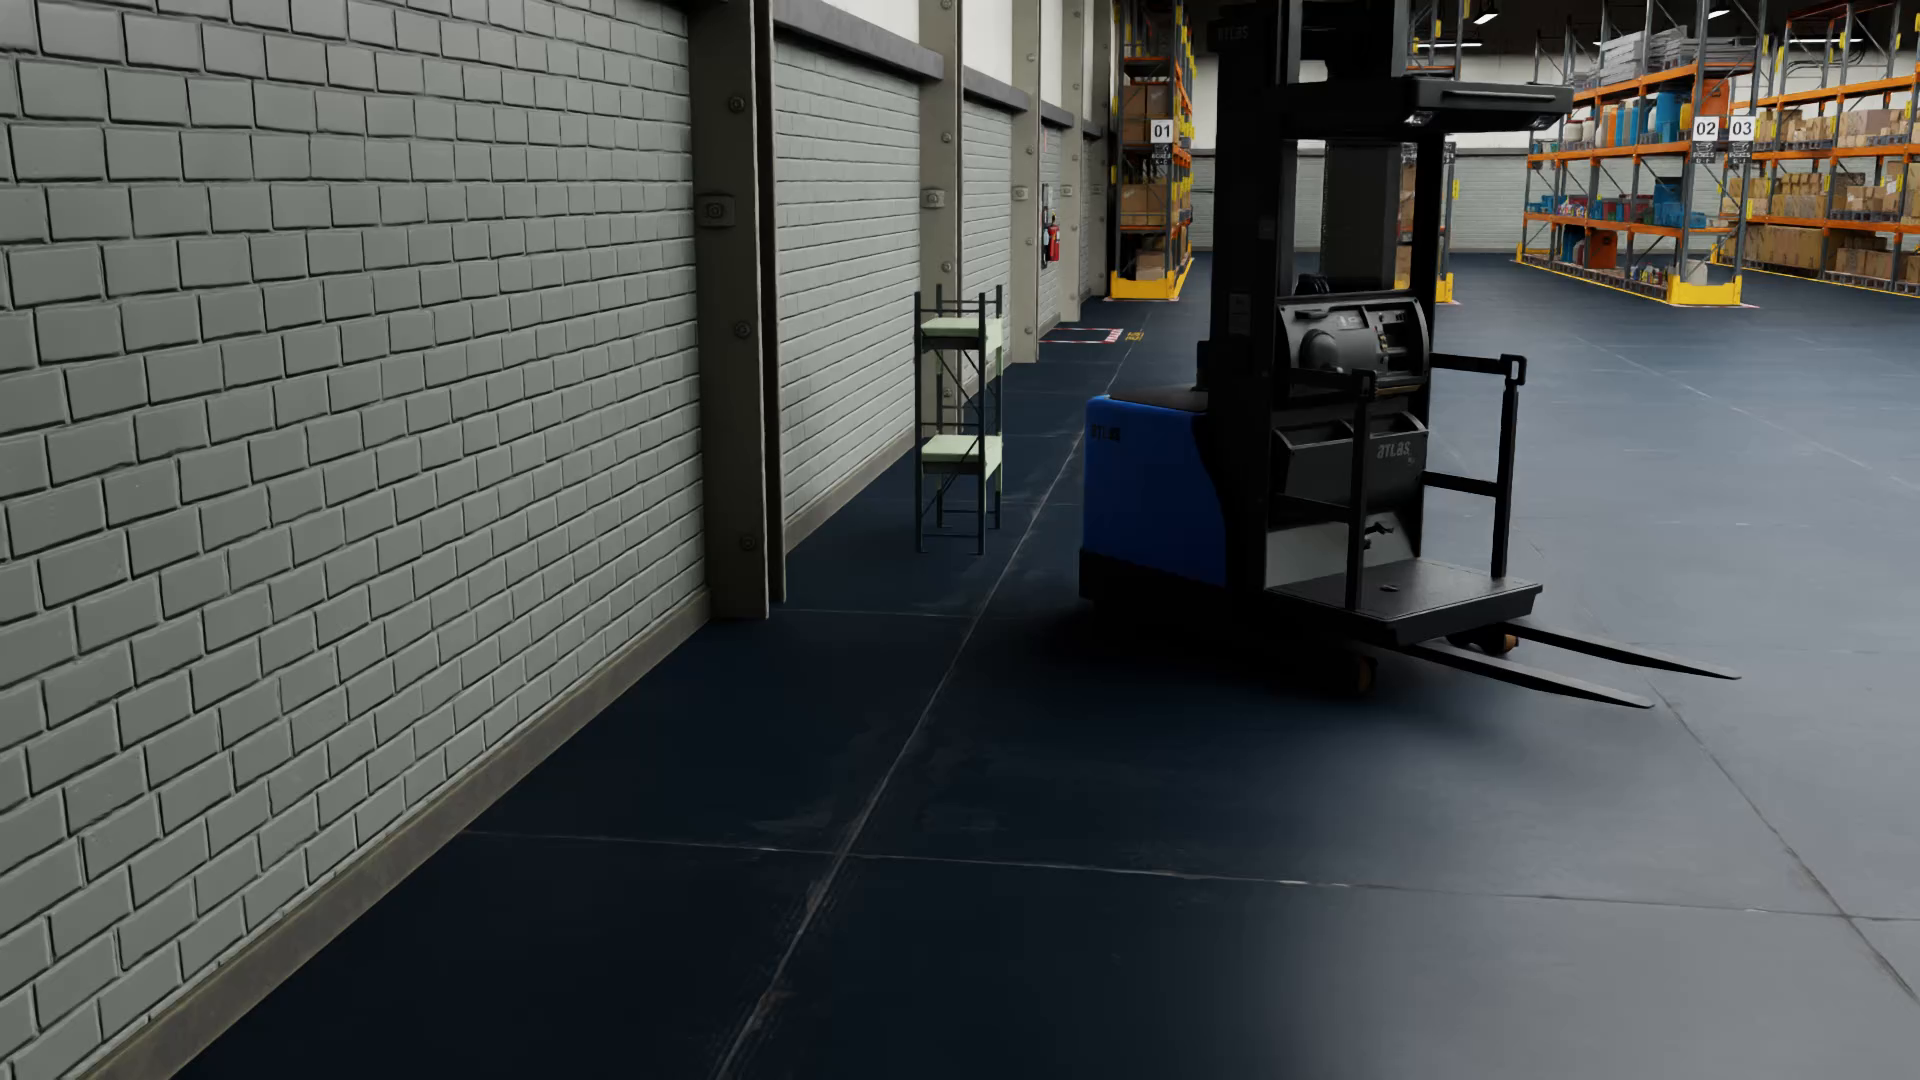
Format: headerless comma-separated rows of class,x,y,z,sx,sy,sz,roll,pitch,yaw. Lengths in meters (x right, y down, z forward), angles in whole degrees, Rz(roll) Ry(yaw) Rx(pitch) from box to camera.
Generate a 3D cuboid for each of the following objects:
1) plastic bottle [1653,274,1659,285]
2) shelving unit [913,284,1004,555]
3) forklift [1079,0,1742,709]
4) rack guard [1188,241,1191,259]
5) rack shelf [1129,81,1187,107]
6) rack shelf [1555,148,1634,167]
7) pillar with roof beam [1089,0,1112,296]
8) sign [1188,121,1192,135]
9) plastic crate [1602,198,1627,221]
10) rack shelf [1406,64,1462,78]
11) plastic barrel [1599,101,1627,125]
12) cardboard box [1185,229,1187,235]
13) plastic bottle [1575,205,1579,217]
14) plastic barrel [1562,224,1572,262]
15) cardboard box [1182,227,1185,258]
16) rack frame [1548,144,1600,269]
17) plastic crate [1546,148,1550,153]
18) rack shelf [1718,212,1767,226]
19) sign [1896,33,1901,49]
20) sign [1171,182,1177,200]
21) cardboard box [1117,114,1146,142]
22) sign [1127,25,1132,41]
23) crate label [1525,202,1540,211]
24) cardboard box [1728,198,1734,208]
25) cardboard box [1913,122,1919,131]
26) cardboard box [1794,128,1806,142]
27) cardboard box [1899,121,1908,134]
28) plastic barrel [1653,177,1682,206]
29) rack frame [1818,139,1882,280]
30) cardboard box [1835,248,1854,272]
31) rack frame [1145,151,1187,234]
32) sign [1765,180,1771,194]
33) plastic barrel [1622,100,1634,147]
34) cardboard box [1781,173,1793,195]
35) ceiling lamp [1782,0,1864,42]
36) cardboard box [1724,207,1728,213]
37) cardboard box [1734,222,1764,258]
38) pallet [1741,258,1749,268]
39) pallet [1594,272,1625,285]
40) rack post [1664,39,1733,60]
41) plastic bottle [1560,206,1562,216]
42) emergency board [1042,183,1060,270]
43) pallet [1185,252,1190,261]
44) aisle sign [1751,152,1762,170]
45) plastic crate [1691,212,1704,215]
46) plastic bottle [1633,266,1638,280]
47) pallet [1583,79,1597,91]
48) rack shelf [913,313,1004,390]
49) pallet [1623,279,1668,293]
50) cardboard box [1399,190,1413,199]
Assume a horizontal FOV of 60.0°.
plastic bottle,13.000,-4.868,31.062,0.097,0.201,0.097,0,12,0
shelving unit,-0.001,-0.732,9.829,0.431,1.500,0.755,2,12,9
forklift,1.879,-0.900,7.210,1.130,2.935,3.031,-9,15,-36
rack guard,5.826,-8.060,46.204,1.175,0.500,0.348,2,12,9
rack shelf,4.284,-9.580,35.744,1.077,0.370,4.000,2,12,9
rack shelf,14.688,-8.821,38.392,1.077,0.370,4.000,2,12,9
pillar with roof beam,6.868,-8.913,29.990,9.100,9.000,0.400,2,12,9
sign,5.745,-10.301,41.578,0.100,0.325,0.005,2,12,9
plastic crate,13.830,-6.995,35.179,0.402,0.464,0.583,2,12,9
rack shelf,8.564,-8.588,31.139,1.077,0.370,4.000,2,12,9
plastic barrel,14.471,-9.290,36.843,0.600,0.830,0.708,2,12,9
cardboard box,5.935,-8.342,44.979,0.380,0.149,0.250,2,12,10
plastic bottle,14.197,-7.569,38.272,0.061,0.283,0.133,2,12,9
plastic barrel,14.896,-7.190,40.218,0.600,0.901,0.708,2,12,9
cardboard box,5.102,-7.274,40.730,0.750,0.750,0.750,2,12,10
rack frame,14.996,-8.123,40.565,1.000,3.000,0.127,2,12,9
plastic crate,14.816,-9.737,41.562,0.293,0.136,0.466,2,12,9
rack shelf,20.198,-8.027,41.828,1.077,0.370,4.000,2,12,9
sign,19.813,-10.542,35.145,0.100,0.325,0.005,2,12,9
sign,3.897,-6.351,30.290,0.100,0.325,0.005,2,12,9
cardboard box,3.175,-7.566,30.575,0.500,0.500,0.500,3,12,13
sign,3.427,-10.262,33.657,0.100,0.325,0.005,2,12,9
crate label,15.248,-8.862,44.251,0.416,0.233,0.303,2,12,9
cardboard box,20.091,-8.667,42.742,0.500,0.250,0.500,2,12,8
cardboard box,18.305,-7.827,31.483,0.380,0.149,0.250,2,12,7
cardboard box,19.632,-9.365,38.423,0.500,0.311,0.500,1,12,7
cardboard box,18.705,-8.102,32.669,0.396,0.266,0.258,2,12,11
plastic barrel,14.124,-6.773,33.112,0.600,0.901,0.708,2,12,9
rack frame,19.275,-7.130,35.956,1.000,3.000,0.127,2,12,9
cardboard box,19.192,-5.983,35.523,0.700,0.500,0.500,1,12,6
rack frame,5.207,-8.444,42.054,1.000,3.000,0.127,2,12,9
sign,19.341,-8.442,39.802,0.100,0.325,0.005,2,12,9
plastic barrel,13.730,-8.418,33.624,0.600,0.901,0.600,0,12,0
cardboard box,19.800,-8.368,39.085,0.797,0.503,0.637,2,12,7
ceiling lamp,23.423,-15.058,44.648,2.000,3.185,0.800,2,12,9
cardboard box,20.087,-8.556,43.169,0.380,0.149,0.250,2,12,8
cardboard box,20.346,-7.636,42.354,0.875,0.875,0.875,2,12,9
pallet,20.270,-7.010,42.018,1.003,0.211,1.213,2,12,9
pallet,14.033,-5.514,35.077,1.003,0.211,1.213,2,12,9
rack post,13.418,-8.925,30.226,0.937,0.300,0.954,2,12,8
plastic bottle,14.483,-7.925,39.951,0.097,0.271,0.097,0,12,0
emergency board,1.274,-4.357,23.092,0.194,1.169,0.643,2,12,9
pallet,5.776,-7.744,45.427,1.003,0.211,1.213,2,12,9
aisle sign,20.813,-10.071,43.434,0.394,0.787,0.004,2,12,9
plastic crate,13.864,-6.146,31.743,0.499,0.251,0.616,2,12,9
plastic bottle,13.261,-5.221,32.519,0.152,0.276,0.135,2,12,11
pallet,14.522,-10.084,36.823,1.213,0.211,1.003,2,12,9
rack shelf,-0.001,-1.113,9.747,0.431,0.370,0.720,2,12,9
pallet,13.621,-4.956,32.488,1.003,0.211,1.213,2,12,9
cardboard box,8.127,-6.238,30.041,0.380,0.149,0.250,2,12,8
